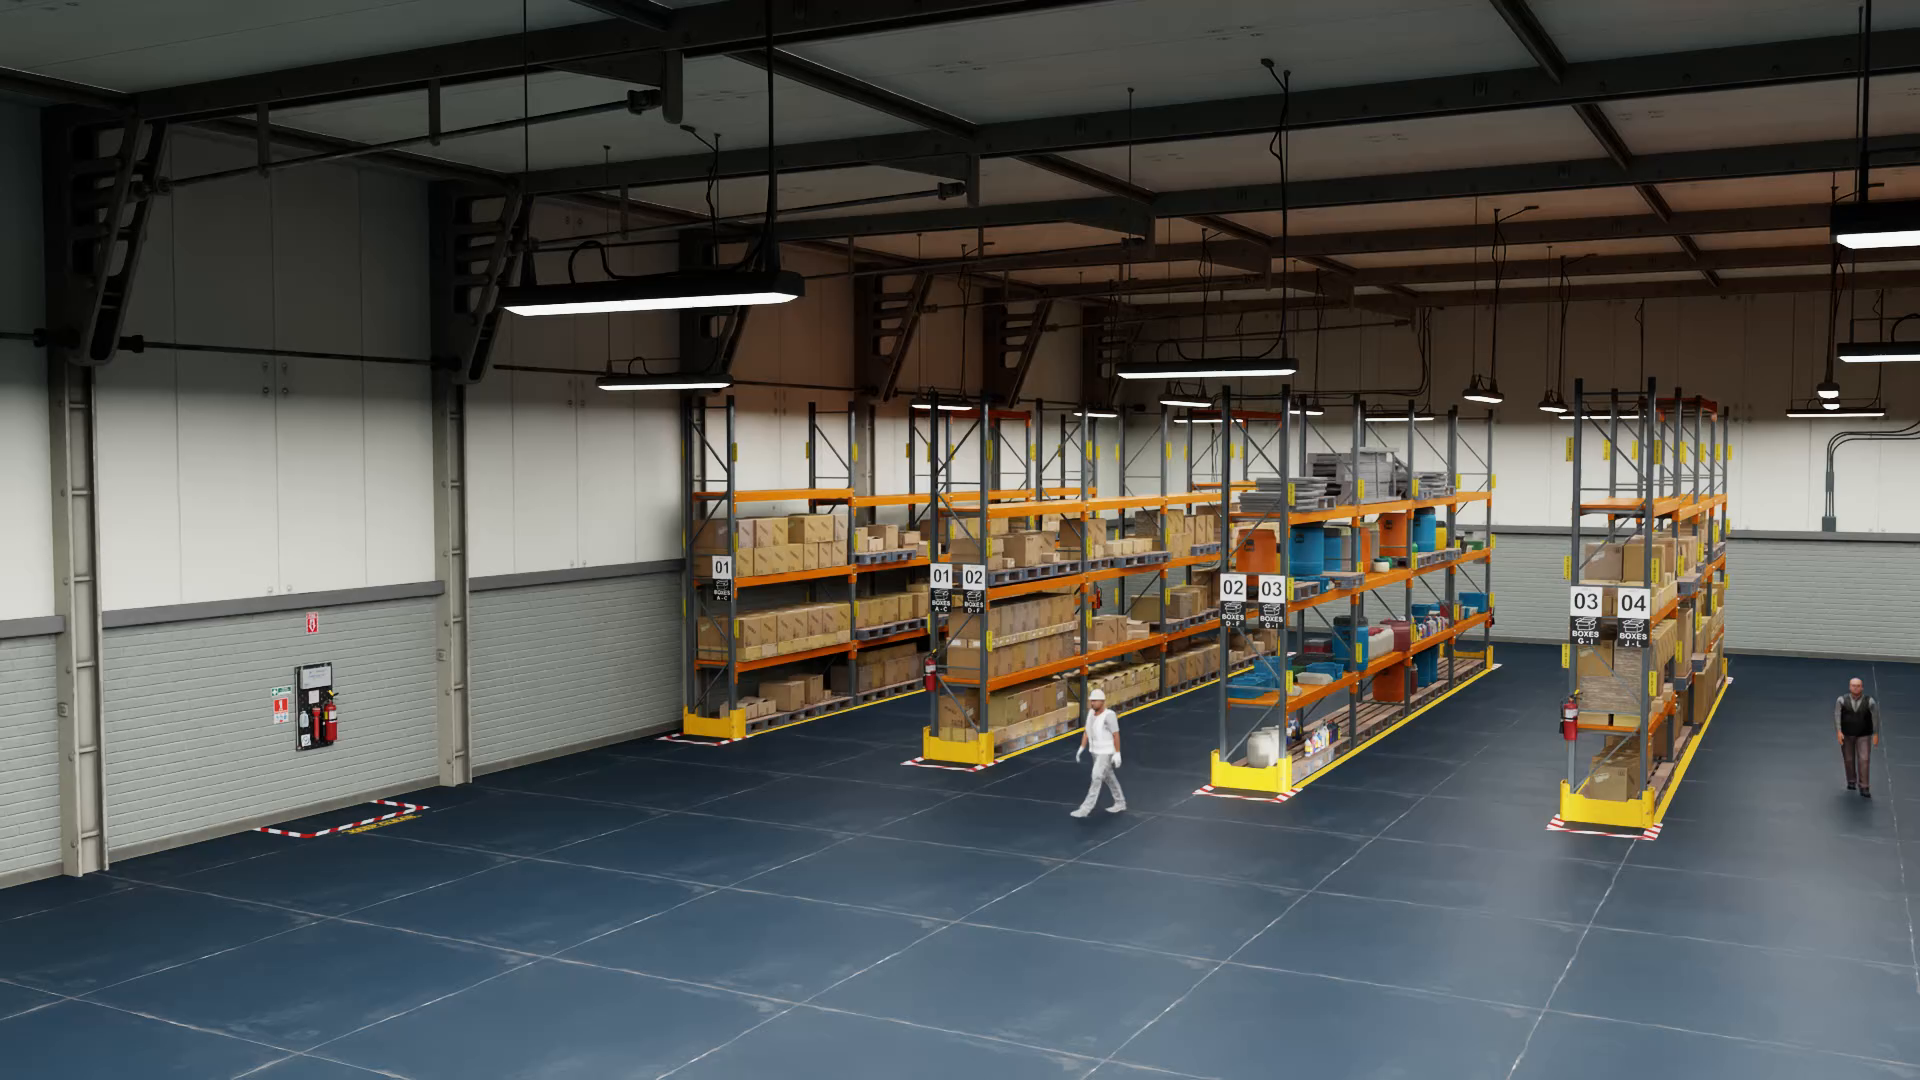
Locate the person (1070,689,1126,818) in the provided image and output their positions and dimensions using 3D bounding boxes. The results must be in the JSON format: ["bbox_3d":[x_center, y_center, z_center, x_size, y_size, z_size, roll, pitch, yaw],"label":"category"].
[{"bbox_3d":[1.859,2.905,22.758,1.034,1.728,0.577,-1,3,-26],"label":"person"}]

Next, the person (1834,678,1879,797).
[{"bbox_3d":[13.058,2.857,24.251,0.569,1.675,0.960,2,4,34],"label":"person"}]
